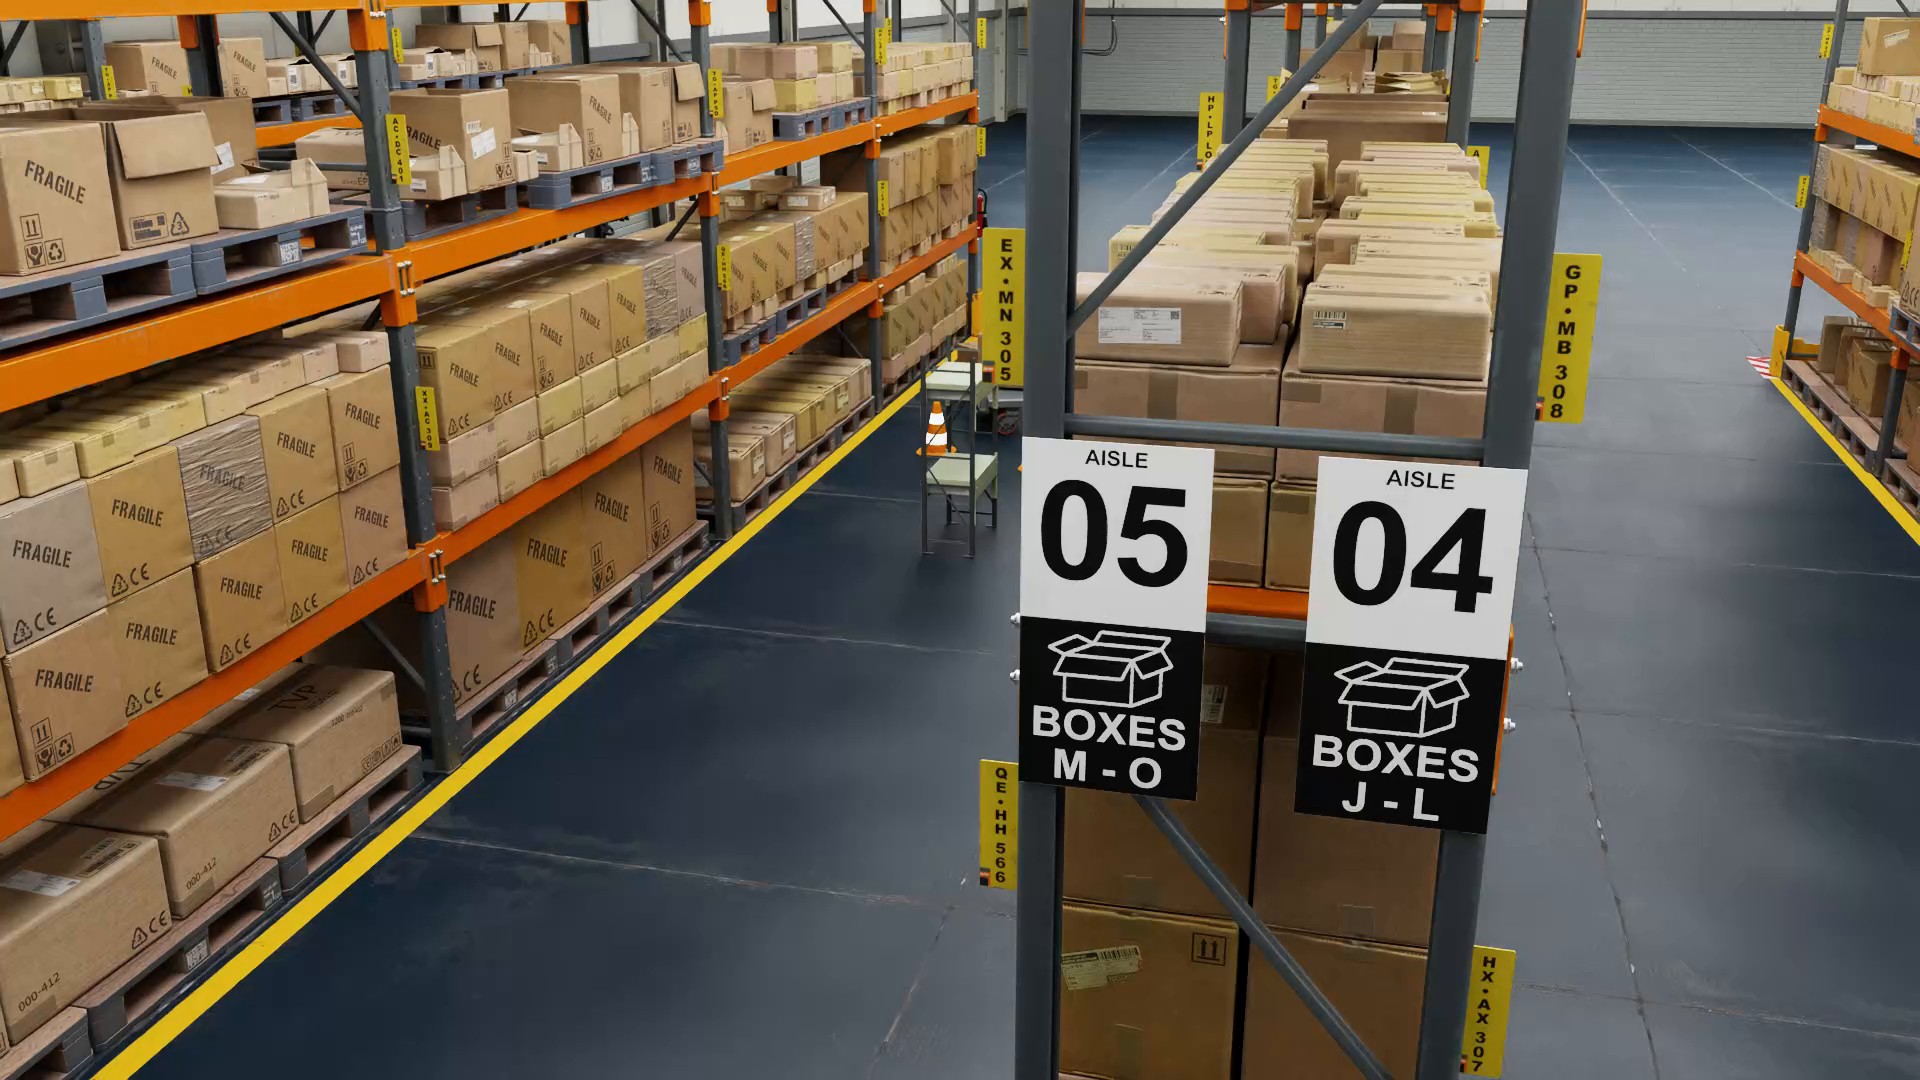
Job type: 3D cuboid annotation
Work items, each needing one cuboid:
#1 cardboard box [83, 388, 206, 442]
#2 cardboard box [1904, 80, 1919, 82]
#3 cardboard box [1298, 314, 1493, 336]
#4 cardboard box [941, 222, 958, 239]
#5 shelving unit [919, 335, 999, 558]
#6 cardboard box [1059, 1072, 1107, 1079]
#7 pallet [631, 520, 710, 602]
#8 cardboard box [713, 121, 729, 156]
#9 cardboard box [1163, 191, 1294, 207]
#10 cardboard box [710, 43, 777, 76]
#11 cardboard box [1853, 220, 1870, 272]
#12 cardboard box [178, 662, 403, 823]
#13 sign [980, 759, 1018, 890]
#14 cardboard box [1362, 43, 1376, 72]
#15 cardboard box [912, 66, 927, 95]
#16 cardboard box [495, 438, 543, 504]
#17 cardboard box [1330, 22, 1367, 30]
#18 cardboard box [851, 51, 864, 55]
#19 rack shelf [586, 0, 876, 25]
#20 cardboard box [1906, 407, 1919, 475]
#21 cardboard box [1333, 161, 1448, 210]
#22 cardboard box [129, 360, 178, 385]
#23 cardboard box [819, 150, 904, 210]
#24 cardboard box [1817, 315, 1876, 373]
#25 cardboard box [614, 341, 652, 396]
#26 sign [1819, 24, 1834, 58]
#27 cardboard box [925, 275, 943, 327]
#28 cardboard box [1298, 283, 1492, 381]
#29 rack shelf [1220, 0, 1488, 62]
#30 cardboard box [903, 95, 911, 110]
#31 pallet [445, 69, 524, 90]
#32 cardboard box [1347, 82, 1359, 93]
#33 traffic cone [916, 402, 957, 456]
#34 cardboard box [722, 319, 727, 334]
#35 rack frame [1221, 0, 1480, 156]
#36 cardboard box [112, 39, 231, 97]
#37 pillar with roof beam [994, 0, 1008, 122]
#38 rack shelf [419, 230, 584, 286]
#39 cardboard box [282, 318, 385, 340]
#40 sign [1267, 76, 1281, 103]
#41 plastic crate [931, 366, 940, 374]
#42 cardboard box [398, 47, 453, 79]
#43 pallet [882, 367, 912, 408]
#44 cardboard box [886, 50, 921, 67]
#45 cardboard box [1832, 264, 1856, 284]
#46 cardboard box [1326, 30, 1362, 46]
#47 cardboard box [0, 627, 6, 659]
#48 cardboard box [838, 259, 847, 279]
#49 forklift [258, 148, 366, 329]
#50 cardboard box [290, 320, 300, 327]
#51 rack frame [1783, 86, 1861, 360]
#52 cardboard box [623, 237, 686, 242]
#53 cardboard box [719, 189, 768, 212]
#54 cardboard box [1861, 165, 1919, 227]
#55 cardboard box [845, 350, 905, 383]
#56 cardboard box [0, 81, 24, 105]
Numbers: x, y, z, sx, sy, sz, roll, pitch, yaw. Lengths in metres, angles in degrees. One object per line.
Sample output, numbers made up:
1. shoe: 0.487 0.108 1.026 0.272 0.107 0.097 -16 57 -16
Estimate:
1. cardboard box: -3.359 -0.516 6.853 0.380 0.149 0.250 4 19 12
2. cardboard box: 8.453 -3.918 14.493 0.380 0.149 0.250 5 20 15
3. cardboard box: 1.114 -0.459 4.208 0.500 0.250 0.500 4 19 13
4. cardboard box: -0.242 -3.464 18.578 0.380 0.149 0.250 5 19 14
5. shelving unit: 0.002 -0.712 12.451 0.431 1.500 0.755 5 19 13
6. cardboard box: 0.434 1.401 4.333 0.380 0.149 0.250 5 19 13
7. pallet: -2.507 0.101 12.065 1.003 0.211 1.213 5 19 13
8. cardboard box: -1.937 -2.981 12.341 0.396 0.266 0.258 5 19 13
9. cardboard box: 0.822 -0.975 5.102 0.380 0.149 0.250 4 19 12
10. cardboard box: -1.908 -4.189 14.479 0.500 0.250 0.500 4 19 12
11. cardboard box: 8.858 -2.727 15.416 0.875 0.500 0.500 5 19 13
12. cardboard box: -3.476 0.996 8.445 0.875 0.438 0.875 4 19 13
13. sign: 0.095 0.659 3.836 0.100 0.325 0.005 5 19 13
14. cardboard box: 3.680 -4.579 15.780 0.500 0.250 0.500 4 19 13
15. cardboard box: -0.639 -4.637 16.755 0.500 0.250 0.500 5 19 14
16. cardboard box: -2.730 -0.414 9.492 0.500 0.250 0.500 4 19 12
17. cardboard box: 4.023 -5.294 17.255 0.380 0.149 0.250 4 19 13
18. cardboard box: -1.159 -4.836 16.719 0.380 0.149 0.250 4 19 12
19. rack shelf: -1.753 -4.396 13.367 1.077 0.370 4.000 5 19 13
20. cardboard box: 8.174 -0.765 13.474 0.700 0.500 0.500 3 19 9
21. cardboard box: 1.542 -1.264 5.949 0.380 0.149 0.250 5 20 15
22. cardboard box: -3.737 -0.717 7.440 0.380 0.149 0.250 5 19 13
23. cardboard box: -0.947 -3.495 16.119 0.700 0.500 0.500 4 19 13
24. cardboard box: 9.154 -2.006 17.137 0.500 0.500 0.500 9 21 23
25. cardboard box: -2.341 -1.130 10.815 0.500 0.250 0.500 4 19 12
26. sign: 8.796 -5.060 16.869 0.100 0.325 0.005 5 19 13
27. cardboard box: -0.484 -2.626 18.180 0.500 0.500 0.500 4 19 12
28. cardboard box: 0.928 -0.450 3.566 0.380 0.149 0.250 4 19 13
29. rack shelf: 2.094 -2.783 8.645 1.077 0.370 4.000 5 19 13
30. cardboard box: -0.703 -4.415 16.720 0.380 0.149 0.250 4 19 12
31. pallet: -5.595 -5.132 18.569 1.003 0.211 1.213 5 19 13
32. cardboard box: 2.548 -3.075 11.743 0.500 0.311 0.500 5 19 13
33. traffic cone: -0.210 -1.014 14.939 0.336 0.463 0.334 5 19 13
34. cardboard box: -1.982 -1.627 12.548 0.380 0.149 0.250 4 19 10
35. rack frame: 1.606 -2.686 6.628 1.000 3.000 0.127 5 19 13
36. cardboard box: -6.616 -3.937 13.974 0.700 0.500 0.500 4 19 12
37. pillar with roof beam: 5.359 -16.113 45.939 9.100 9.000 0.400 5 19 13
38. rack shelf: -5.590 -3.391 19.087 1.077 0.370 4.000 5 19 13
39. cardboard box: -3.353 -0.886 8.940 0.500 0.500 0.500 5 20 15
40. sign: 2.047 -2.848 10.823 0.100 0.325 0.005 5 19 13
41. plastic crate: -0.086 -1.759 17.714 0.402 0.080 0.583 -2 19 -6
42. cardboard box: -5.639 -4.969 17.288 0.500 0.311 0.500 5 20 15
43. pallet: -1.135 -1.607 17.066 1.003 0.211 1.213 5 19 13
44. cardboard box: -0.606 -4.877 16.839 0.380 0.149 0.250 4 19 13
45. cardboard box: 8.561 -2.533 15.850 0.380 0.149 0.250 5 19 13
46. cardboard box: 3.403 -4.497 14.923 0.380 0.149 0.250 5 19 13
47. cardboard box: -3.683 0.237 5.652 0.500 0.500 0.500 4 19 12
48. cardboard box: -1.232 -2.445 14.945 0.380 0.149 0.250 4 19 12
49. forklift: -4.827 -1.511 12.576 1.130 2.935 3.031 4 19 12
50. cardboard box: -6.392 -1.772 16.260 0.875 0.625 0.625 4 19 13
51. rack frame: 9.323 -3.185 17.370 1.000 3.000 0.127 5 19 13
52. cardboard box: -2.400 -2.011 12.670 0.500 0.500 0.500 4 19 12
53. cardboard box: -1.888 -2.939 14.384 0.380 0.149 0.250 6 20 16
54. cardboard box: 8.432 -3.068 14.868 0.500 0.500 0.500 5 19 13
55. cardboard box: -0.858 -1.775 16.847 0.500 0.250 0.500 4 19 11
56. cardboard box: -7.035 -3.236 12.035 0.380 0.149 0.250 4 19 12
